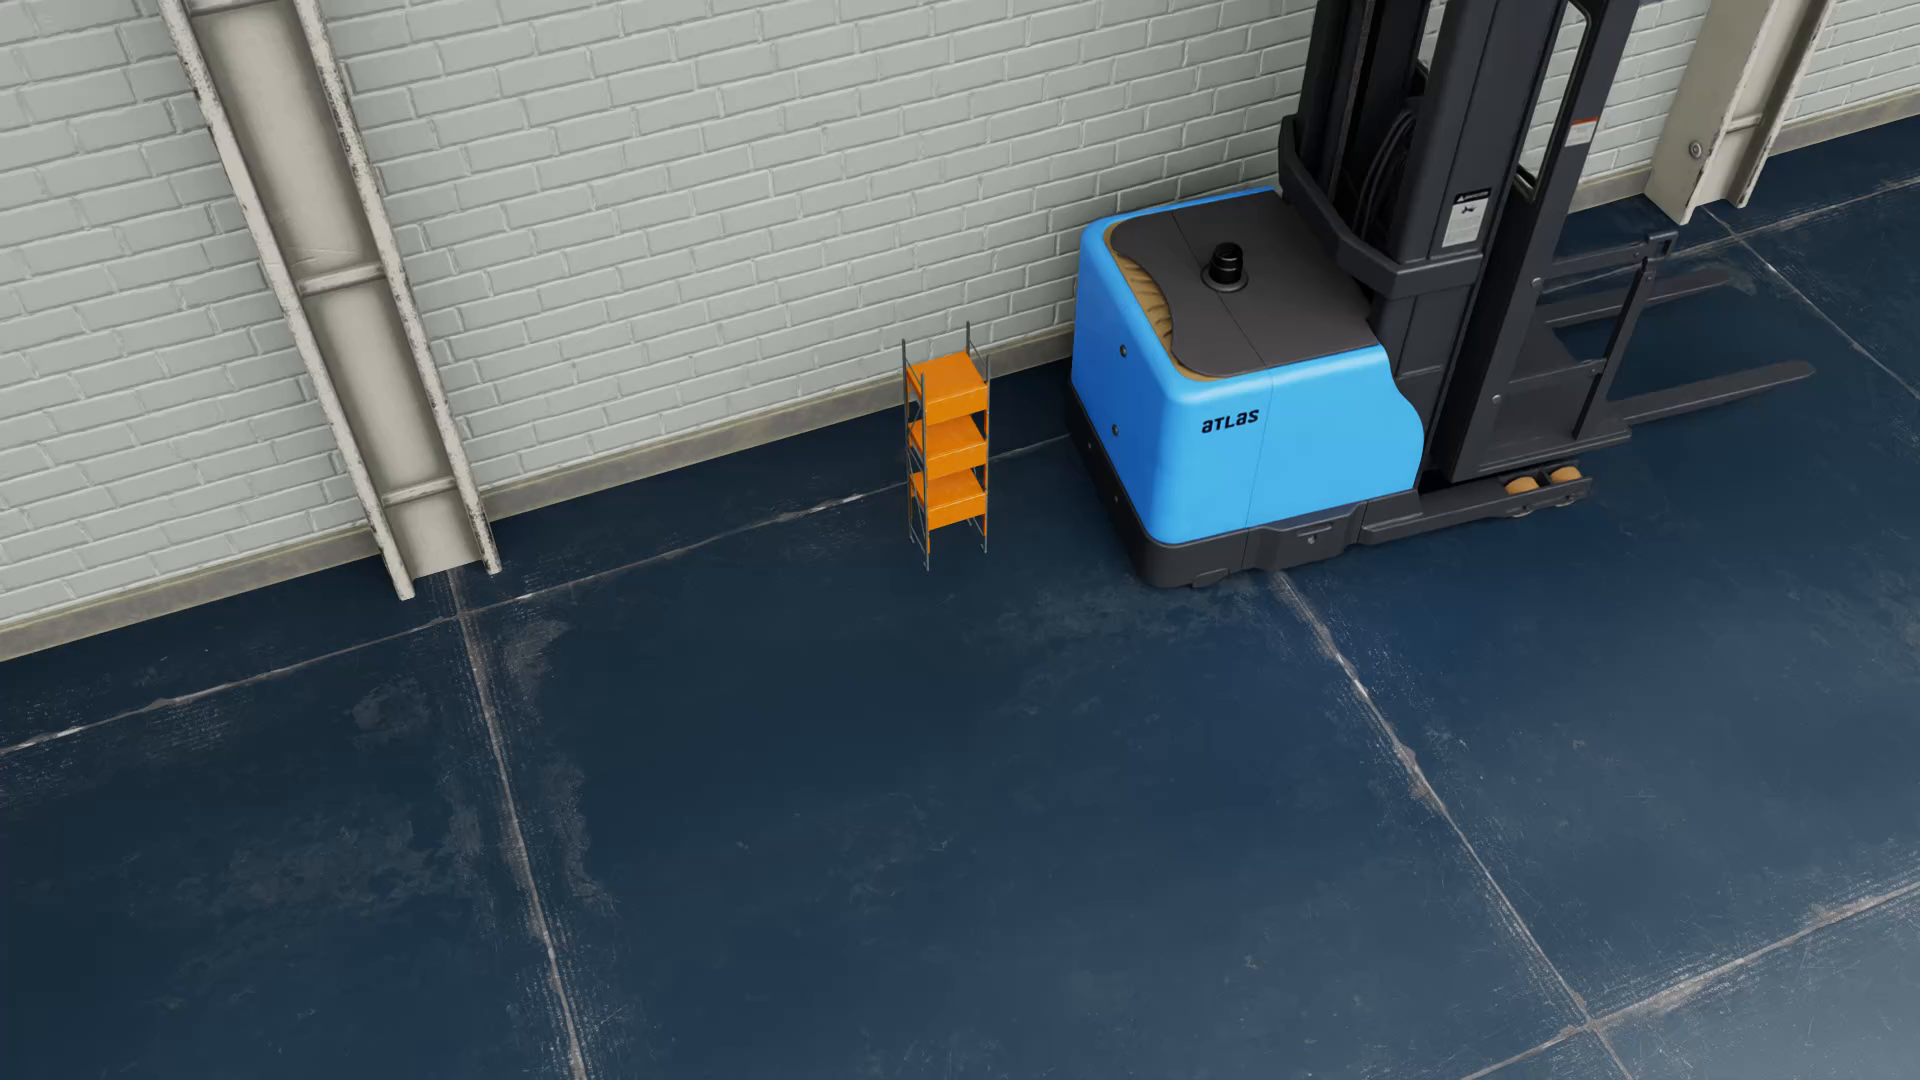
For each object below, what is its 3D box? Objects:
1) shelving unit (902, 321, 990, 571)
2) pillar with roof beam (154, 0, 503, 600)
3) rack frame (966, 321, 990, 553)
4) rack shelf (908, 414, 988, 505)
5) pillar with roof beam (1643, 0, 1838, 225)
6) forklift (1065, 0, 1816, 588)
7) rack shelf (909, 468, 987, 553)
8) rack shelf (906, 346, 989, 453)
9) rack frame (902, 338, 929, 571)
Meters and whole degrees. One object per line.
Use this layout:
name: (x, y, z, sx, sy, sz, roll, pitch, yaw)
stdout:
shelving unit: (-0.050, -0.327, 6.179, 0.252, 1.050, 0.215, -17, 52, -14)
pillar with roof beam: (-0.398, 0.160, 0.521, 0.400, 9.000, 9.100, -17, 52, -14)
rack frame: (0.063, -0.362, 6.209, 0.008, 1.050, 0.200, -17, 52, -14)
rack shelf: (-0.050, -0.320, 6.187, 0.240, 0.259, 0.215, -17, 52, -14)
pillar with roof beam: (5.157, -1.561, 1.999, 0.400, 9.000, 9.100, -17, 52, -14)
forklift: (2.012, -1.420, 5.878, 3.031, 2.935, 1.130, -13, 51, -11)
rack shelf: (-0.050, -0.139, 6.398, 0.240, 0.259, 0.215, -17, 52, -14)
rack shelf: (-0.050, -0.505, 5.972, 0.240, 0.259, 0.215, -17, 52, -14)
rack frame: (-0.162, -0.292, 6.149, 0.008, 1.050, 0.200, -17, 52, -14)
